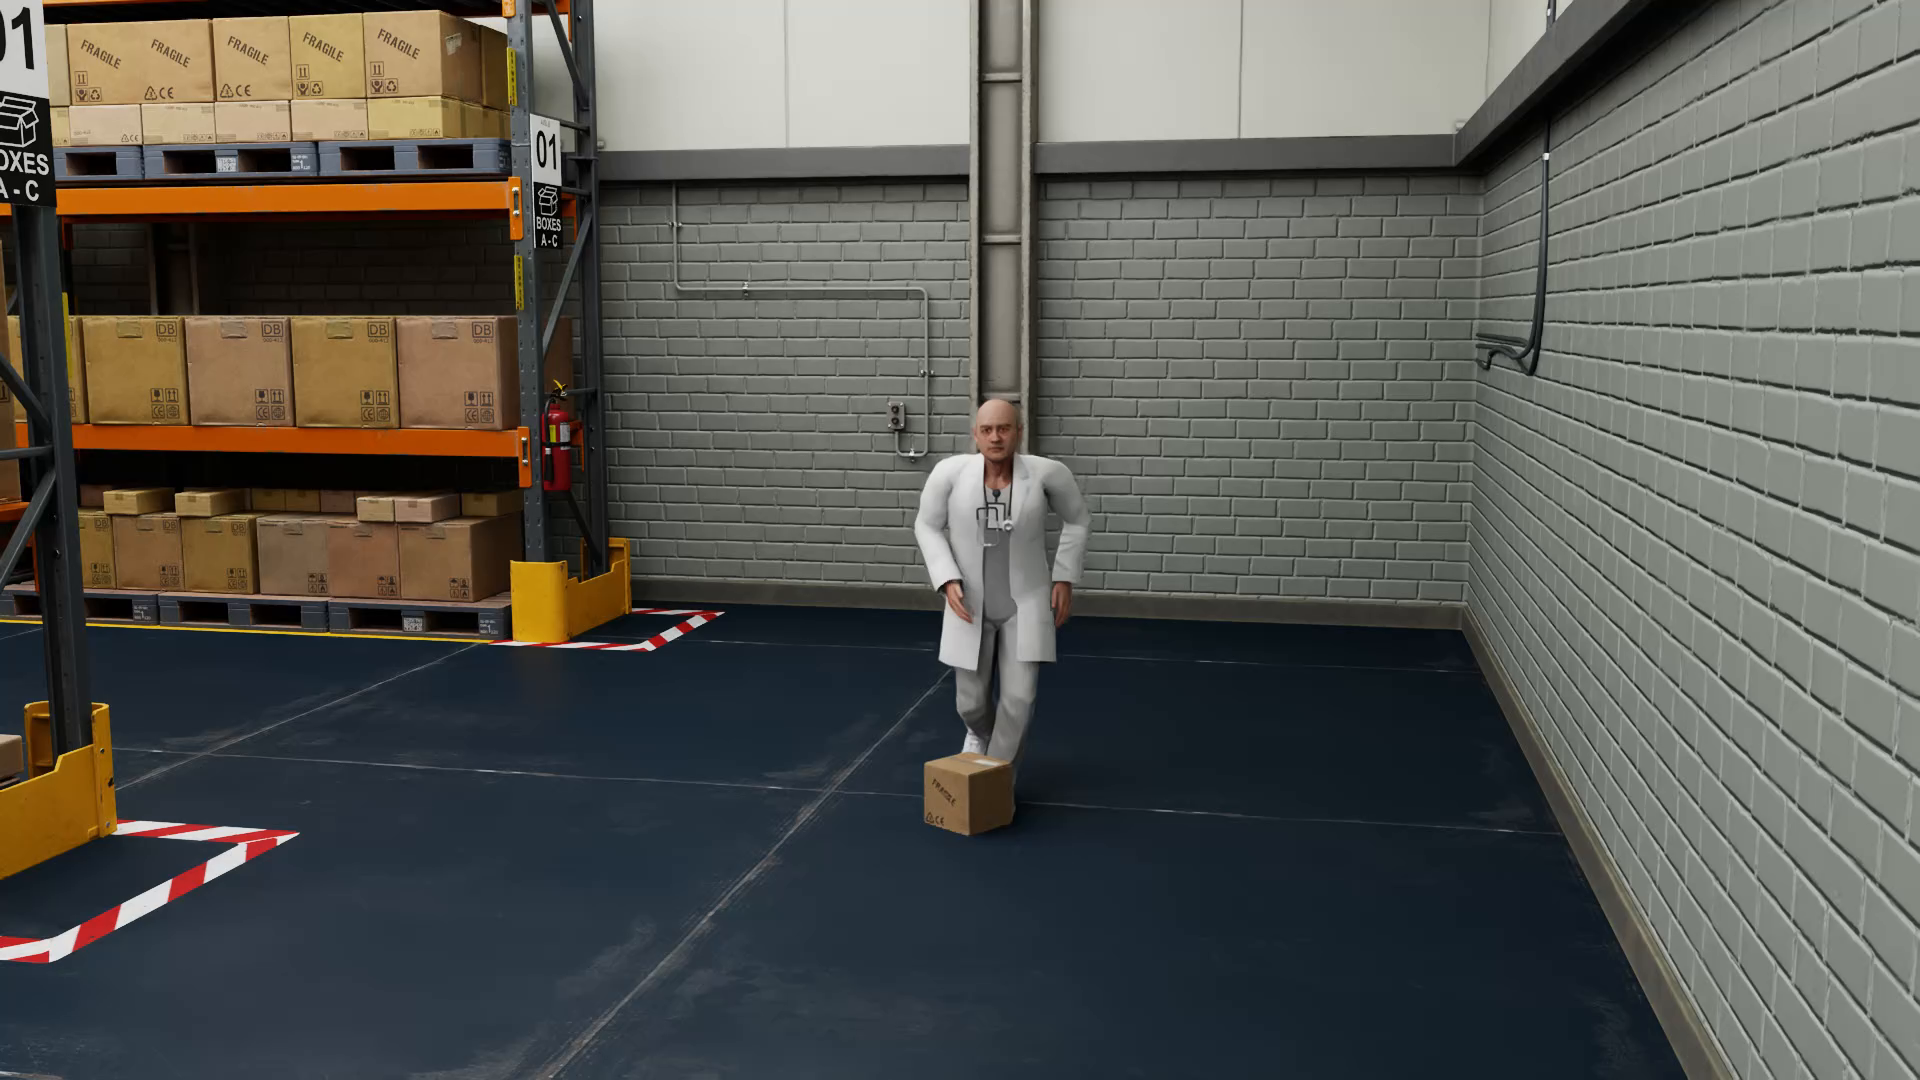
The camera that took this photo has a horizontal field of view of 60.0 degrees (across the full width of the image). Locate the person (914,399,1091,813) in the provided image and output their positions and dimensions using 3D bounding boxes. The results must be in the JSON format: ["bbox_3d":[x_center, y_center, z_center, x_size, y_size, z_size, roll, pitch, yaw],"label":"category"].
[{"bbox_3d":[0.182,0.253,6.870,0.714,1.695,0.826,1,8,6],"label":"person"}]
